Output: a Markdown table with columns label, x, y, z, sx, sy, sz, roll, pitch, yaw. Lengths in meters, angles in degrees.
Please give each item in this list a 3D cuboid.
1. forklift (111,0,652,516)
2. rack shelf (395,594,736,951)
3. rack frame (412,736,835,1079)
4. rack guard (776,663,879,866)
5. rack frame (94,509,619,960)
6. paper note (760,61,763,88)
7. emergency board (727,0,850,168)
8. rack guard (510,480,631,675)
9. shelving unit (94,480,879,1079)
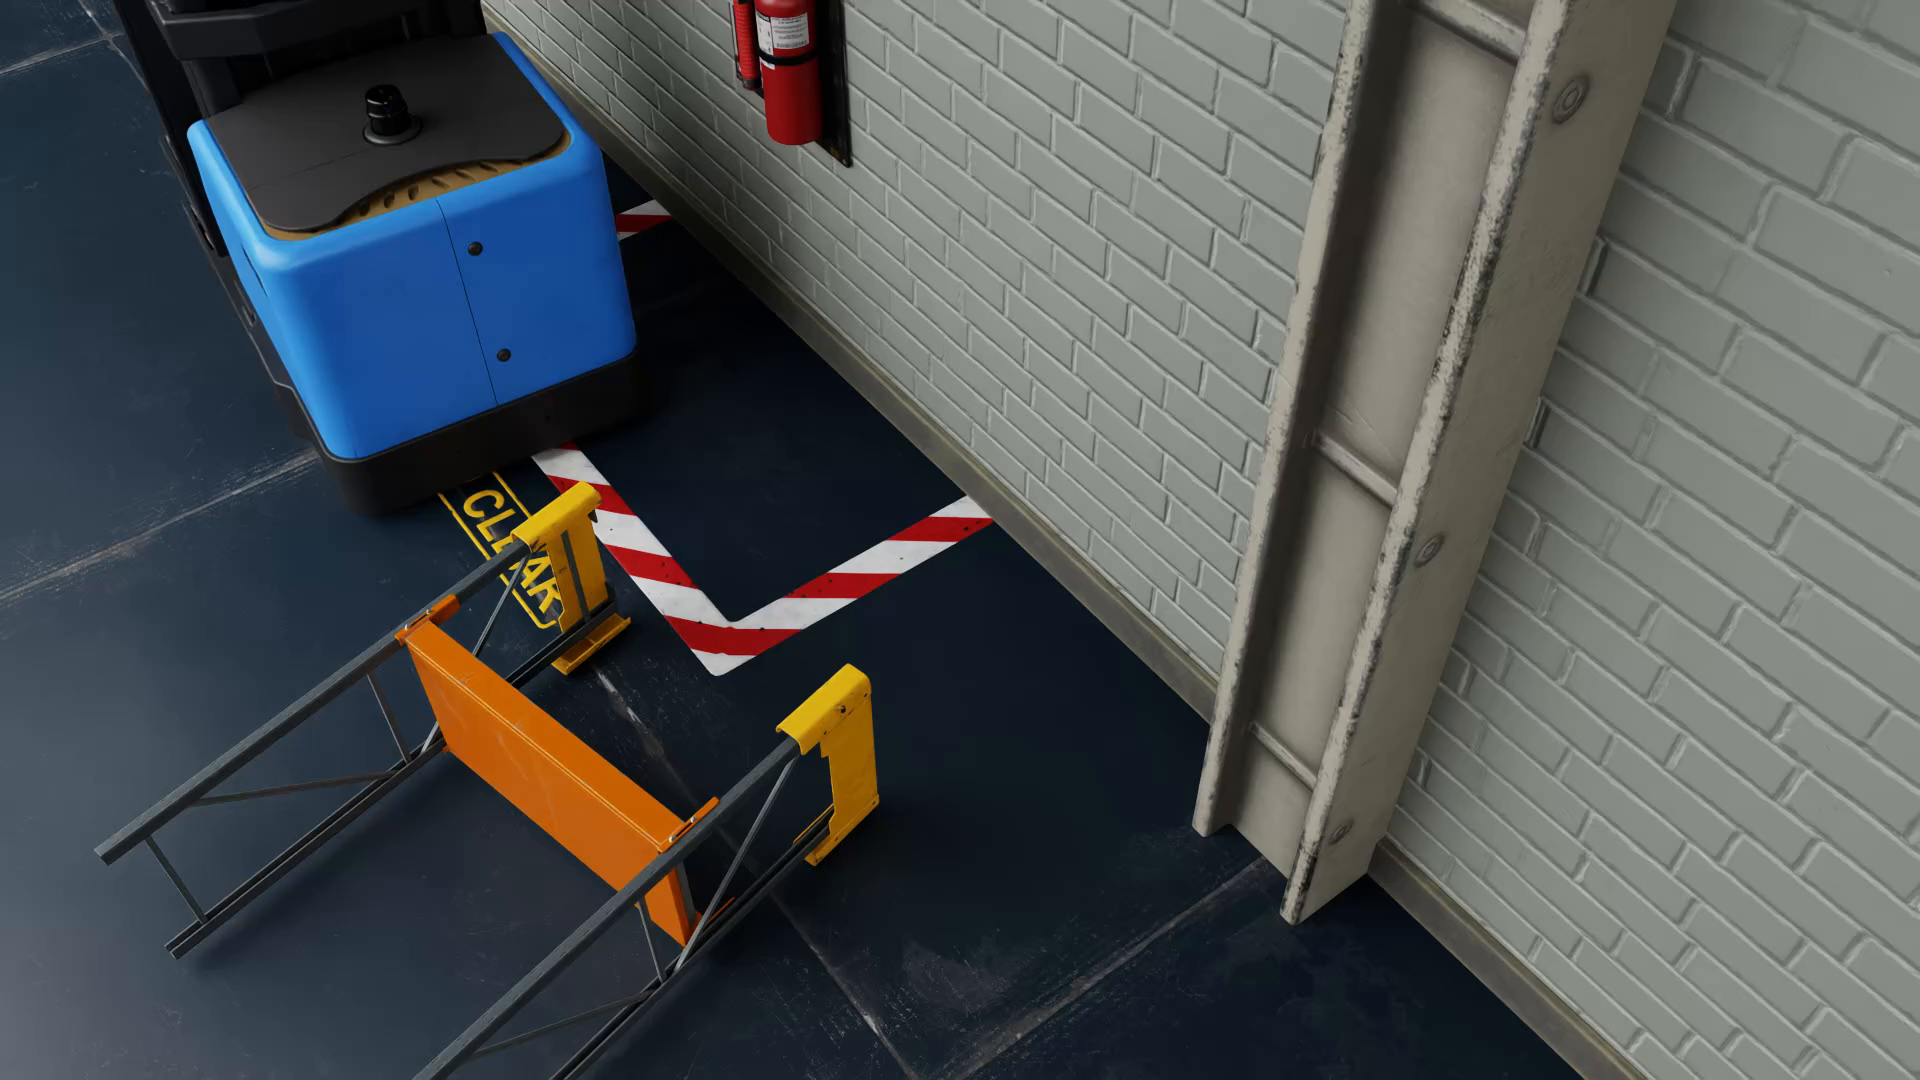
| label | x | y | z | sx | sy | sz | roll | pitch | yaw |
| --- | --- | --- | --- | --- | --- | --- | --- | --- | --- |
| forklift | -2.240 | -2.139 | 5.211 | 1.130 | 2.935 | 3.031 | -25 | 52 | -21 |
| rack shelf | -1.009 | 0.602 | 4.290 | 1.000 | 0.538 | 0.185 | 32 | 56 | 26 |
| rack frame | -0.735 | 0.947 | 3.978 | 0.032 | 0.500 | 1.500 | 32 | 56 | 26 |
| rack guard | -0.335 | 0.589 | 4.298 | 0.087 | 0.587 | 0.250 | 32 | 56 | 26 |
| rack frame | -1.514 | 0.463 | 4.417 | 0.032 | 0.500 | 1.500 | 32 | 56 | 26 |
| paper note | -0.646 | -1.498 | 5.178 | 0.016 | 0.148 | 0.142 | -29 | 54 | -24 |
| emergency board | -0.594 | -1.658 | 4.729 | 0.194 | 1.169 | 0.643 | -29 | 54 | -24 |
| rack guard | -1.098 | 0.115 | 4.728 | 0.087 | 0.587 | 0.250 | 32 | 56 | 26 |
| shelving unit | -1.118 | 0.709 | 4.194 | 1.083 | 0.587 | 1.500 | 32 | 56 | 26 |
